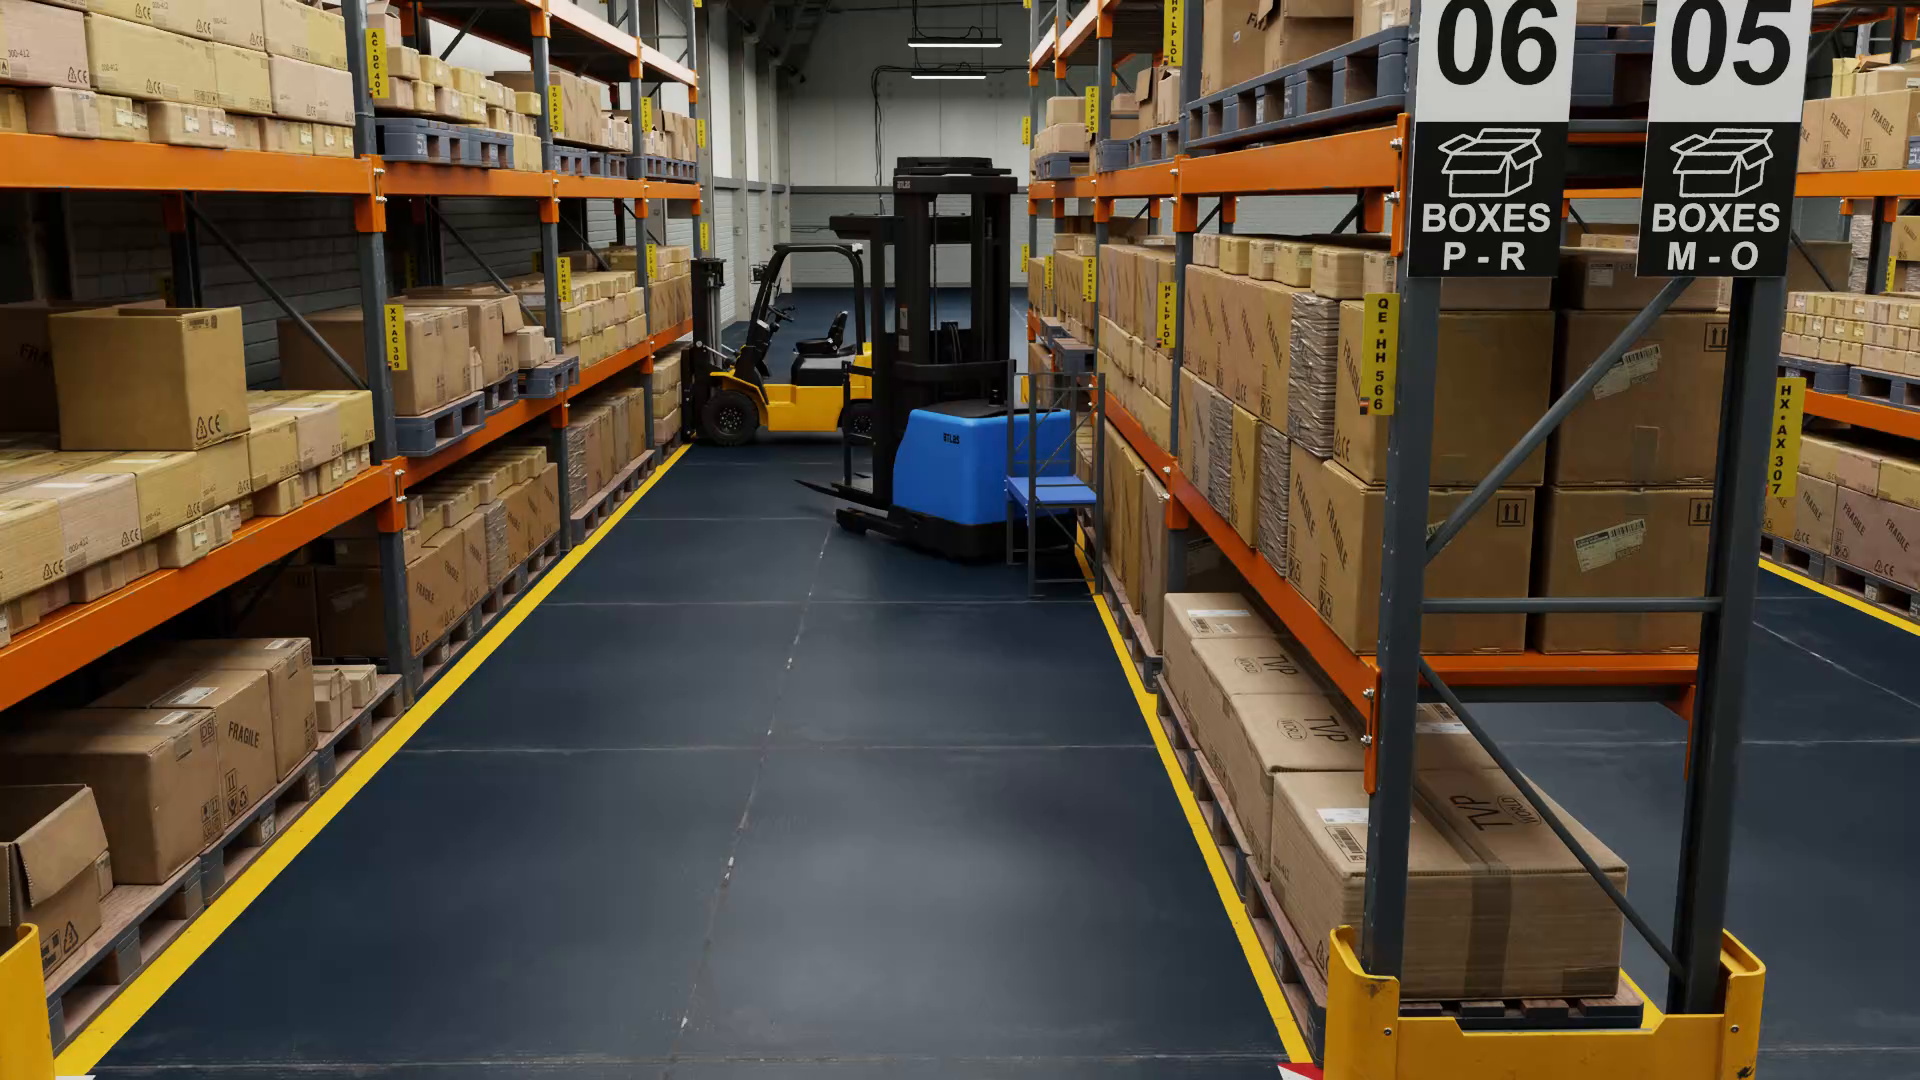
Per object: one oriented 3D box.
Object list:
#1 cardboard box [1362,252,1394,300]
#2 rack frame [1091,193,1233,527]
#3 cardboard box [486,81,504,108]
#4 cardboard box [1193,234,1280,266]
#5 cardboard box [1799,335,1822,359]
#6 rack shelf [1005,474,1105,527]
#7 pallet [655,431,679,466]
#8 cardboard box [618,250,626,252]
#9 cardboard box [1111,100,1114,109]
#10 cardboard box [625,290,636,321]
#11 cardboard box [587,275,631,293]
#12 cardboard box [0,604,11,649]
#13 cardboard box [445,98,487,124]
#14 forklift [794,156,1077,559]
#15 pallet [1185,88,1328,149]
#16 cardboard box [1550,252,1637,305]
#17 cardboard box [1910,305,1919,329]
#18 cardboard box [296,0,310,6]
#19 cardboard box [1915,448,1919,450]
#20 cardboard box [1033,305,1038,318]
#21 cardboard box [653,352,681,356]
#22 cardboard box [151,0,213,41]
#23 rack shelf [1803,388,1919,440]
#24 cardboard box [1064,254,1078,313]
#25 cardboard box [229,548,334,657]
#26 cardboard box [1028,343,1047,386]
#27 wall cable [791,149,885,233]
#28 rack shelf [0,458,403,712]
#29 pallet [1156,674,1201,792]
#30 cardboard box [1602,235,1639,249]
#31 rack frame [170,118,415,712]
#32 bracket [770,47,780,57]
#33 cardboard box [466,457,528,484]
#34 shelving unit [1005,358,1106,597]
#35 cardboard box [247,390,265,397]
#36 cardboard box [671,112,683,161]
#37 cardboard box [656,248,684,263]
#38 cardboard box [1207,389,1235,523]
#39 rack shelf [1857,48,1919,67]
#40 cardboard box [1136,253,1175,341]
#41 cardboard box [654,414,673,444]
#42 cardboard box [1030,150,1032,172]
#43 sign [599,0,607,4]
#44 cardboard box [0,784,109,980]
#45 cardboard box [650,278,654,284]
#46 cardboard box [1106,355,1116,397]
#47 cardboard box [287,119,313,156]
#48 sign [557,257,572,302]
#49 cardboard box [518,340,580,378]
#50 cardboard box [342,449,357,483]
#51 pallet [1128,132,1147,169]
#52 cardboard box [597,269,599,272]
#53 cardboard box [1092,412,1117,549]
[{"bbox_3d":[1.433,-0.790,5.012,0.380,0.149,0.250,0,11,0],"label":"cardboard box"},{"bbox_3d":[1.504,-1.403,12.429,1.000,3.000,0.127,0,11,-1],"label":"rack frame"},{"bbox_3d":[-3.136,-2.844,10.617,0.380,0.149,0.250,0,11,-2],"label":"cardboard box"},{"bbox_3d":[1.334,-1.401,8.021,0.380,0.149,0.250,0,11,-2],"label":"cardboard box"},{"bbox_3d":[6.264,-1.383,11.906,0.380,0.149,0.250,0,11,2],"label":"cardboard box"},{"bbox_3d":[0.648,-0.283,11.588,0.538,0.185,1.000,-1,12,-6],"label":"rack shelf"},{"bbox_3d":[-3.515,-0.968,17.301,1.003,0.211,1.213,0,11,-1],"label":"pallet"},{"bbox_3d":[-3.818,-3.057,17.951,0.380,0.149,0.250,0,11,0],"label":"cardboard box"},{"bbox_3d":[1.561,-3.931,15.408,0.500,0.250,0.500,0,11,0],"label":"cardboard box"},{"bbox_3d":[-3.257,-2.149,15.229,0.500,0.250,0.500,-1,11,-3],"label":"cardboard box"},{"bbox_3d":[-3.198,-2.325,15.091,0.380,0.149,0.250,-1,11,-3],"label":"cardboard box"},{"bbox_3d":[-3.025,0.265,4.839,0.380,0.149,0.250,0,11,-2],"label":"cardboard box"},{"bbox_3d":[-3.041,-2.555,9.887,0.380,0.149,0.250,0,11,0],"label":"cardboard box"},{"bbox_3d":[-0.346,-1.540,13.278,1.130,2.935,3.031,-8,14,-33],"label":"forklift"},{"bbox_3d":[1.594,-1.871,7.418,1.003,0.211,1.213,0,11,-1],"label":"pallet"},{"bbox_3d":[1.863,-0.793,5.025,0.380,0.149,0.250,0,11,0],"label":"cardboard box"},{"bbox_3d":[6.297,-1.414,10.563,0.380,0.149,0.250,0,11,-2],"label":"cardboard box"},{"bbox_3d":[-3.450,-2.598,8.308,0.396,0.266,0.258,0,11,-2],"label":"cardboard box"},{"bbox_3d":[6.744,-0.455,11.103,0.500,0.250,0.500,0,11,0],"label":"cardboard box"},{"bbox_3d":[1.042,-2.648,19.197,0.380,0.149,0.250,0,11,0],"label":"cardboard box"},{"bbox_3d":[-3.262,-1.927,18.360,0.500,0.250,0.500,0,11,-2],"label":"cardboard box"},{"bbox_3d":[-3.087,-1.970,6.053,0.500,0.250,0.500,0,11,0],"label":"cardboard box"},{"bbox_3d":[6.493,-0.693,10.740,1.077,0.370,4.000,0,11,-1],"label":"rack shelf"},{"bbox_3d":[1.174,-2.204,14.323,0.500,0.500,0.500,-1,11,-3],"label":"cardboard box"},{"bbox_3d":[-3.681,0.336,9.087,0.500,0.500,0.500,0,11,-1],"label":"cardboard box"},{"bbox_3d":[1.080,-2.053,19.605,0.500,0.500,0.500,-1,11,-3],"label":"cardboard box"},{"bbox_3d":[-3.869,-10.803,51.483,3.097,2.526,0.112,0,11,-1],"label":"wall cable"},{"bbox_3d":[-3.334,0.164,6.517,1.077,0.370,4.000,0,11,-1],"label":"rack shelf"},{"bbox_3d":[1.525,0.911,8.040,1.003,0.211,1.213,0,11,-1],"label":"pallet"},{"bbox_3d":[6.397,-2.576,15.448,0.700,0.500,0.500,0,11,-2],"label":"cardboard box"},{"bbox_3d":[-3.375,-0.586,8.405,1.000,3.000,0.127,0,11,-1],"label":"rack frame"},{"bbox_3d":[-4.643,-12.224,41.625,0.235,0.232,0.430,0,11,-1],"label":"bracket"},{"bbox_3d":[-3.197,-0.476,11.462,0.380,0.149,0.250,-1,11,-3],"label":"cardboard box"},{"bbox_3d":[0.648,-0.460,11.552,0.538,1.500,1.048,-1,12,-6],"label":"shelving unit"},{"bbox_3d":[-3.635,-0.559,7.900,0.500,0.250,0.500,0,11,-2],"label":"cardboard box"},{"bbox_3d":[-3.449,-4.455,18.369,0.700,0.500,0.500,0,11,-1],"label":"cardboard box"},{"bbox_3d":[-3.279,-3.161,18.464,0.380,0.149,0.250,0,11,0],"label":"cardboard box"},{"bbox_3d":[1.345,-0.363,7.054,0.500,0.500,0.500,0,11,-1],"label":"cardboard box"},{"bbox_3d":[11.288,-5.222,17.984,1.077,0.370,4.000,0,11,-1],"label":"rack shelf"},{"bbox_3d":[1.318,-1.438,9.837,0.500,0.500,0.500,0,11,1],"label":"cardboard box"},{"bbox_3d":[-3.220,-1.132,16.956,0.500,0.250,0.500,0,11,-1],"label":"cardboard box"},{"bbox_3d":[1.083,-4.434,19.457,0.500,0.250,0.500,0,11,-2],"label":"cardboard box"},{"bbox_3d":[-4.178,-6.446,19.453,0.100,0.325,0.005,0,11,-1],"label":"sign"},{"bbox_3d":[-3.211,1.104,5.294,0.797,0.503,0.637,-1,11,-3],"label":"cardboard box"},{"bbox_3d":[-3.291,-2.660,16.741,0.380,0.149,0.250,0,11,0],"label":"cardboard box"},{"bbox_3d":[1.291,-1.129,11.456,0.500,0.250,0.500,-1,11,-3],"label":"cardboard box"},{"bbox_3d":[-3.074,-1.761,7.283,0.380,0.149,0.250,0,11,1],"label":"cardboard box"},{"bbox_3d":[-2.916,-1.914,12.238,0.100,0.325,0.005,0,11,-1],"label":"sign"},{"bbox_3d":[-3.223,-1.397,12.779,0.500,0.250,0.500,0,11,-1],"label":"cardboard box"},{"bbox_3d":[-3.089,-0.349,7.868,0.380,0.149,0.250,0,11,0],"label":"cardboard box"},{"bbox_3d":[1.597,-2.430,10.424,1.003,0.211,1.213,0,11,1],"label":"pallet"},{"bbox_3d":[-3.844,-2.656,16.724,0.380,0.149,0.250,-1,11,-3],"label":"cardboard box"},{"bbox_3d":[1.436,-0.430,11.920,0.875,0.875,0.875,0,11,-2],"label":"cardboard box"}]
